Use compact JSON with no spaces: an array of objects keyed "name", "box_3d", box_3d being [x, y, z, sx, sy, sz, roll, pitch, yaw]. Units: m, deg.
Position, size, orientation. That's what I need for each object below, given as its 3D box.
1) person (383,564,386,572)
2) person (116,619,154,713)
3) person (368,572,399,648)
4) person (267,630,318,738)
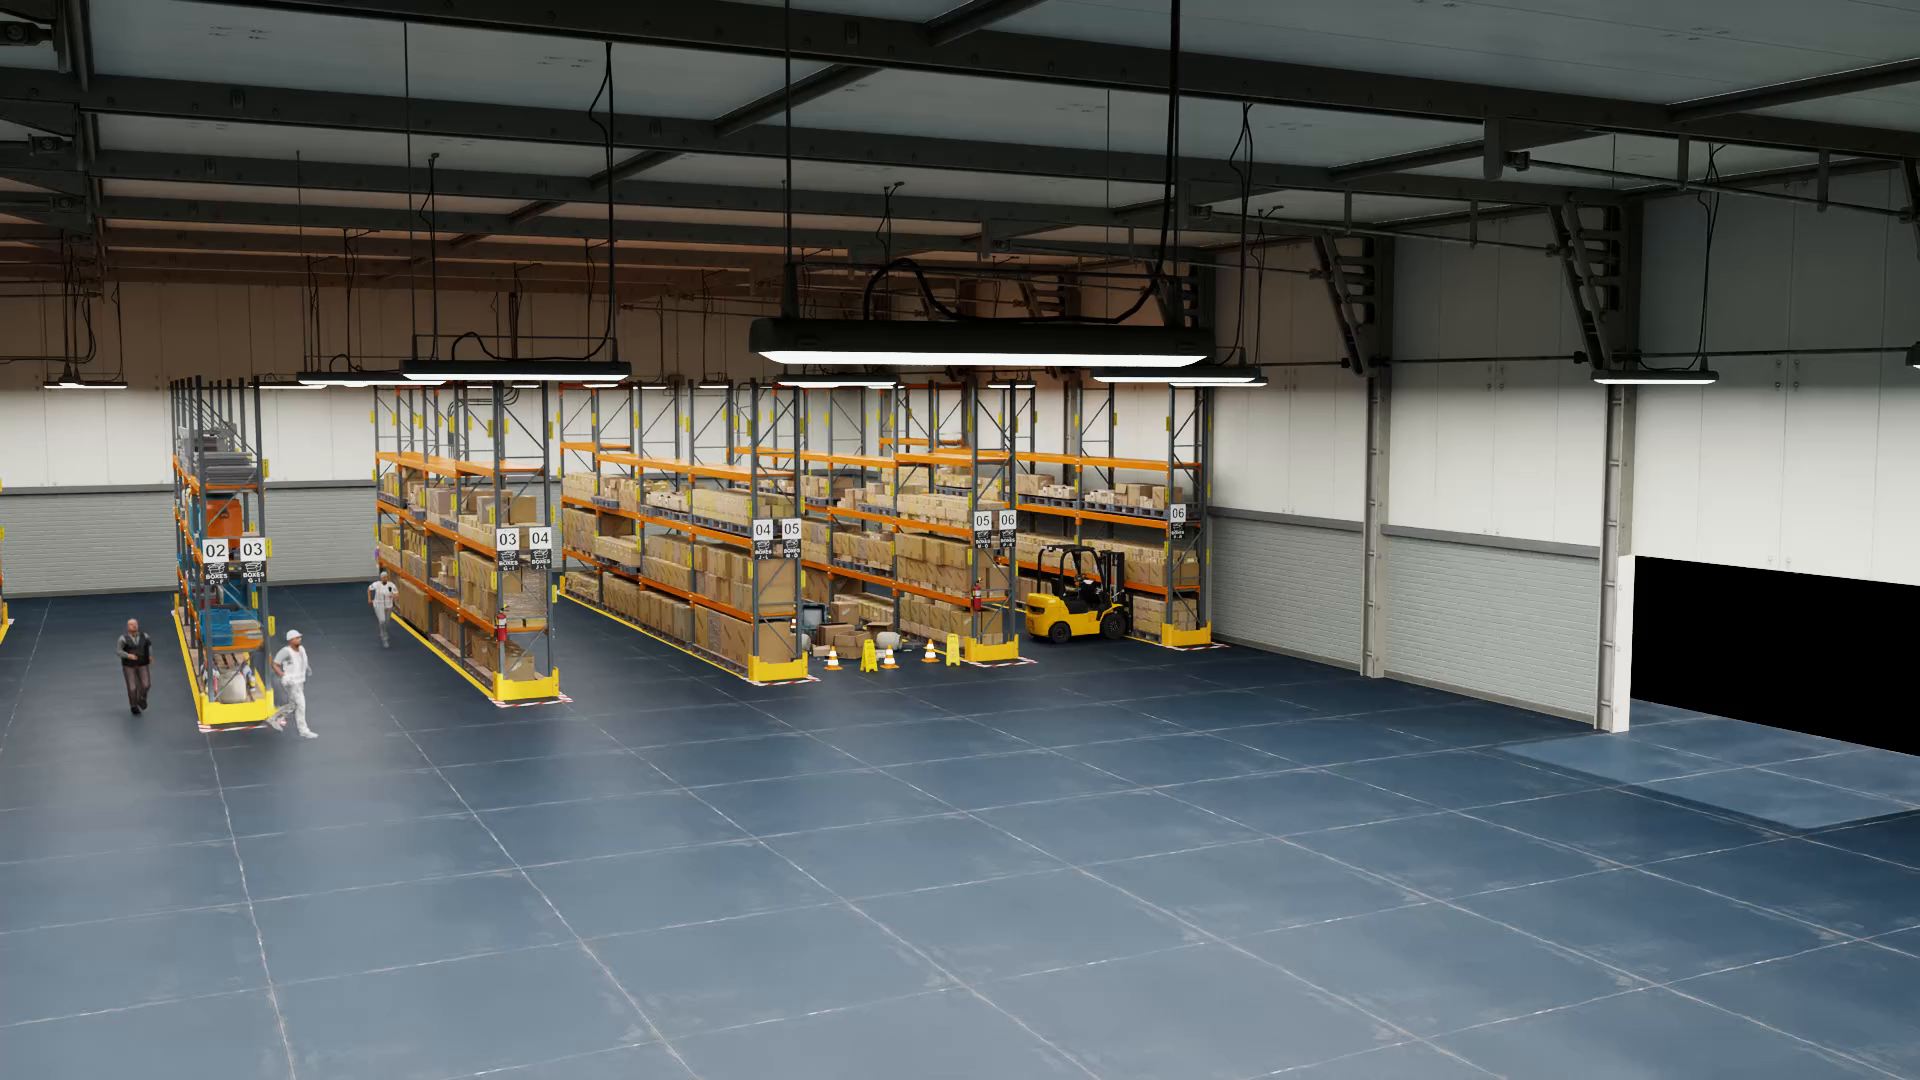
[{"name":"person","box_3d":[-15.958,0.753,46.271,0.541,1.724,0.691,-1,5,-12]},{"name":"person","box_3d":[-14.625,2.250,29.548,0.643,1.680,0.603,-4,6,-36]},{"name":"person","box_3d":[-13.055,1.561,37.673,0.627,1.713,0.864,-3,6,-29]},{"name":"person","box_3d":[-11.061,2.369,27.529,0.904,1.782,0.677,1,5,7]}]
